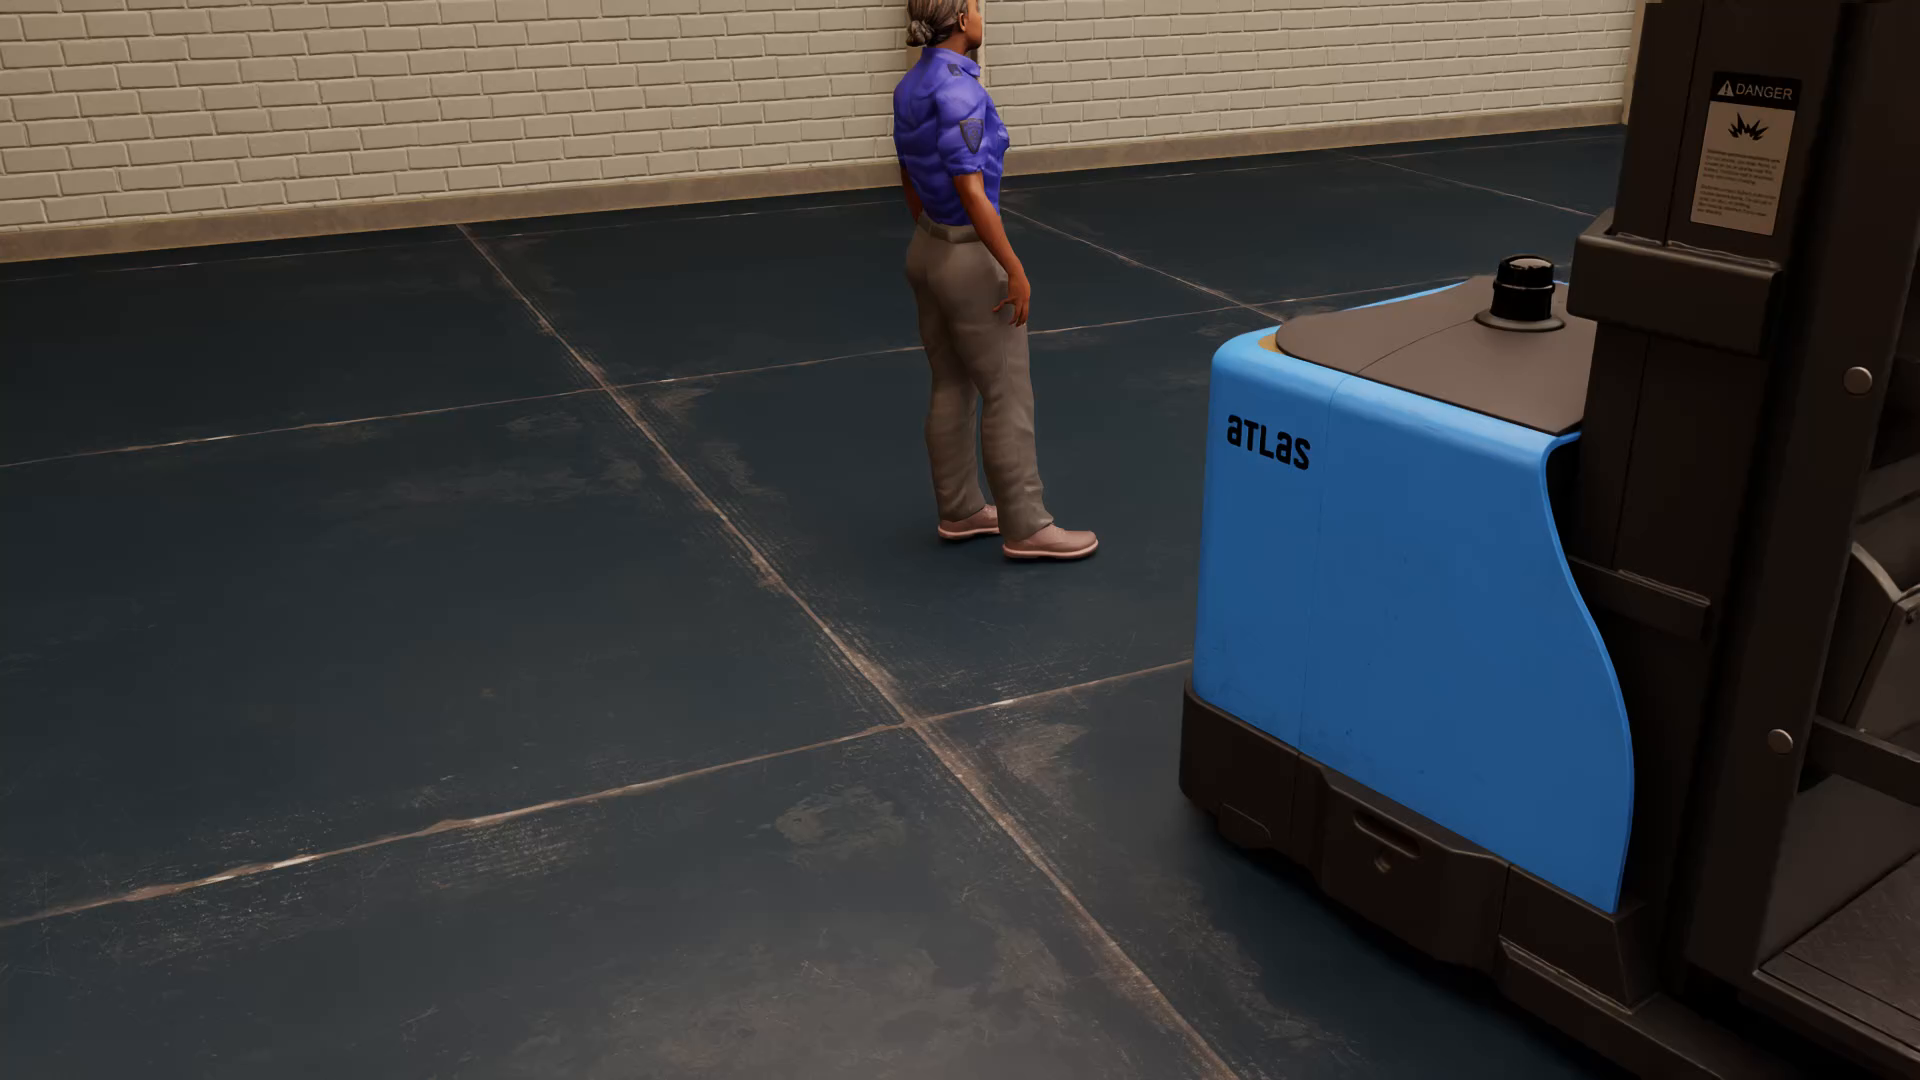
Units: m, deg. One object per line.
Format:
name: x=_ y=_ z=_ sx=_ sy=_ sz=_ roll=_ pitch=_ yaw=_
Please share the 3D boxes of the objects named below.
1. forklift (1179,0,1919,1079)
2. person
forklift: x=1.772 y=-0.419 z=2.295 sx=1.130 sy=2.935 sz=3.031 roll=-16 pitch=28 yaw=-34
person: x=0.088 y=-0.736 z=4.822 sx=0.504 sy=1.563 sz=0.569 roll=-10 pitch=25 yaw=-23
